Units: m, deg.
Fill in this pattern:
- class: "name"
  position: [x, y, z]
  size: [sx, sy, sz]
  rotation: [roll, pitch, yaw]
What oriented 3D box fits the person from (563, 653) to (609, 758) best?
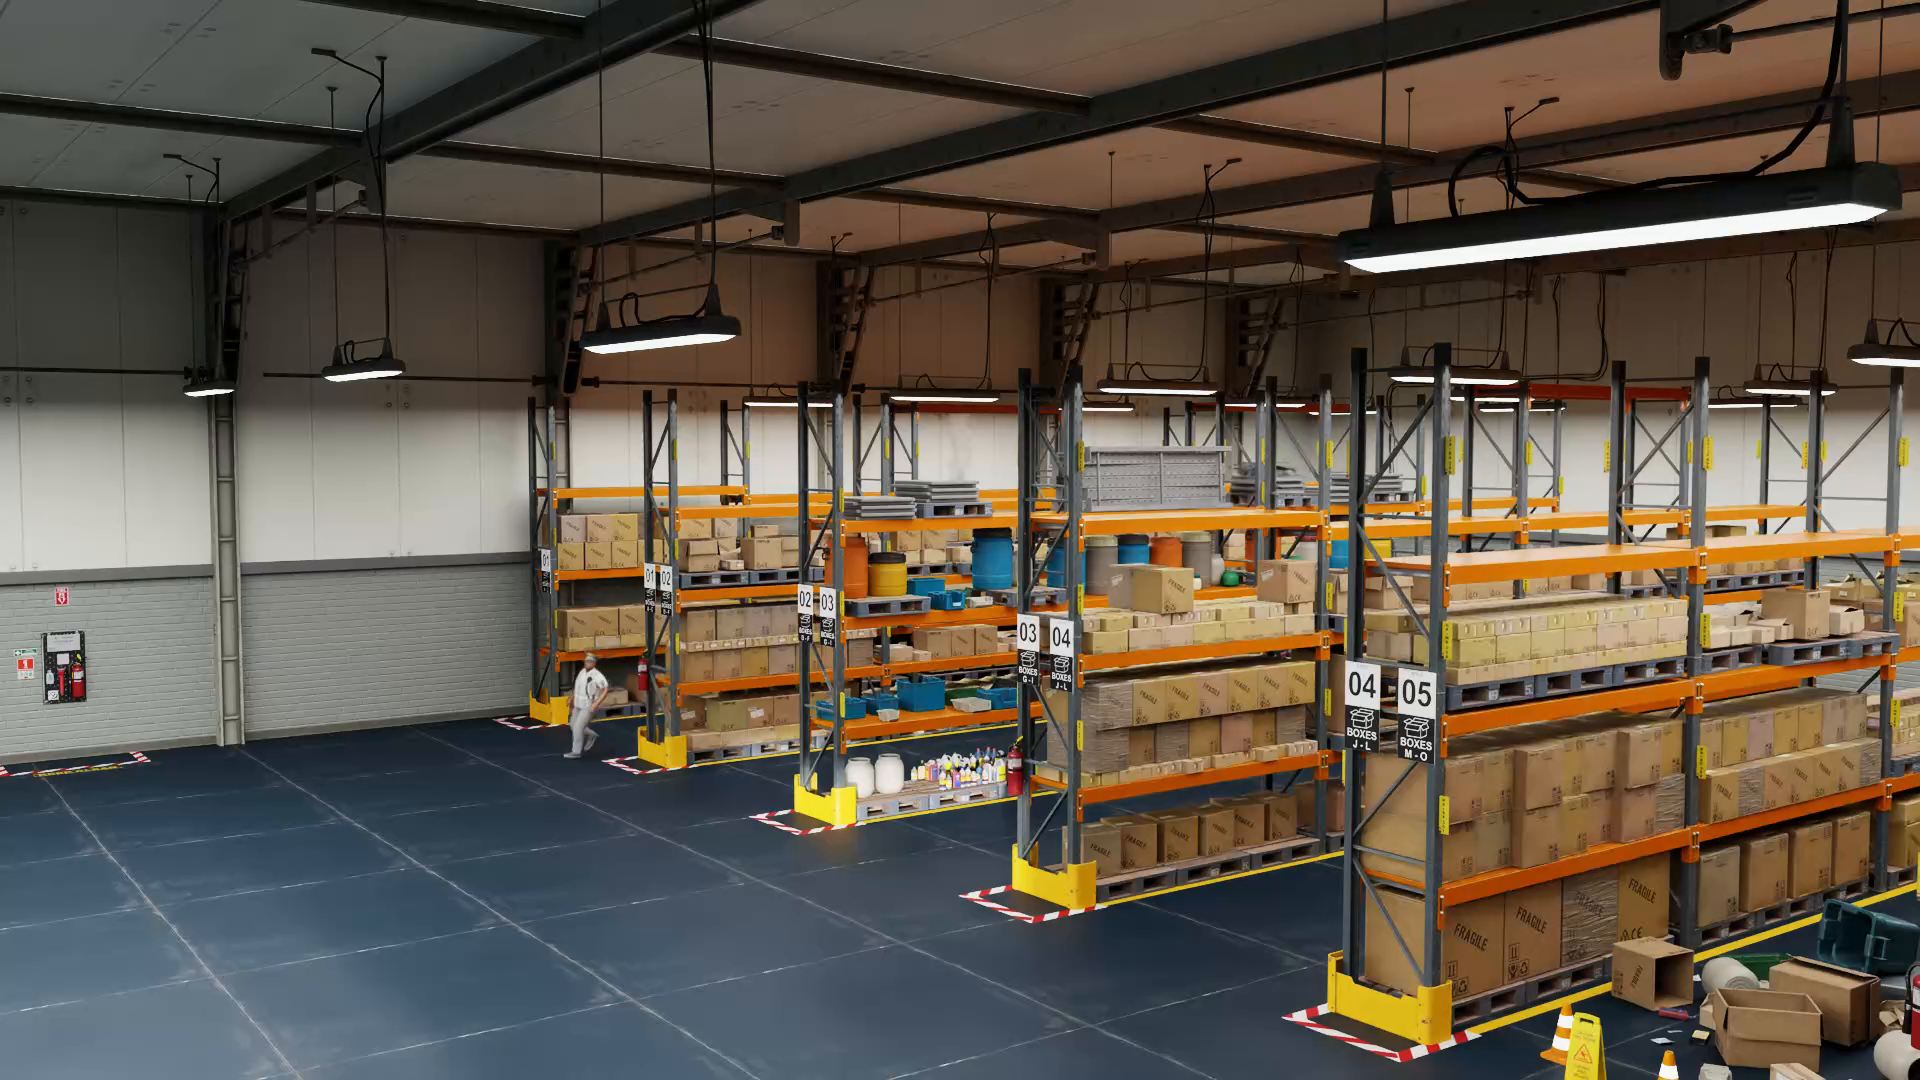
- class: "person"
  position: [-6.073, 2.698, 27.179]
  size: [0.726, 1.735, 0.785]
  rotation: [2, 4, 35]
